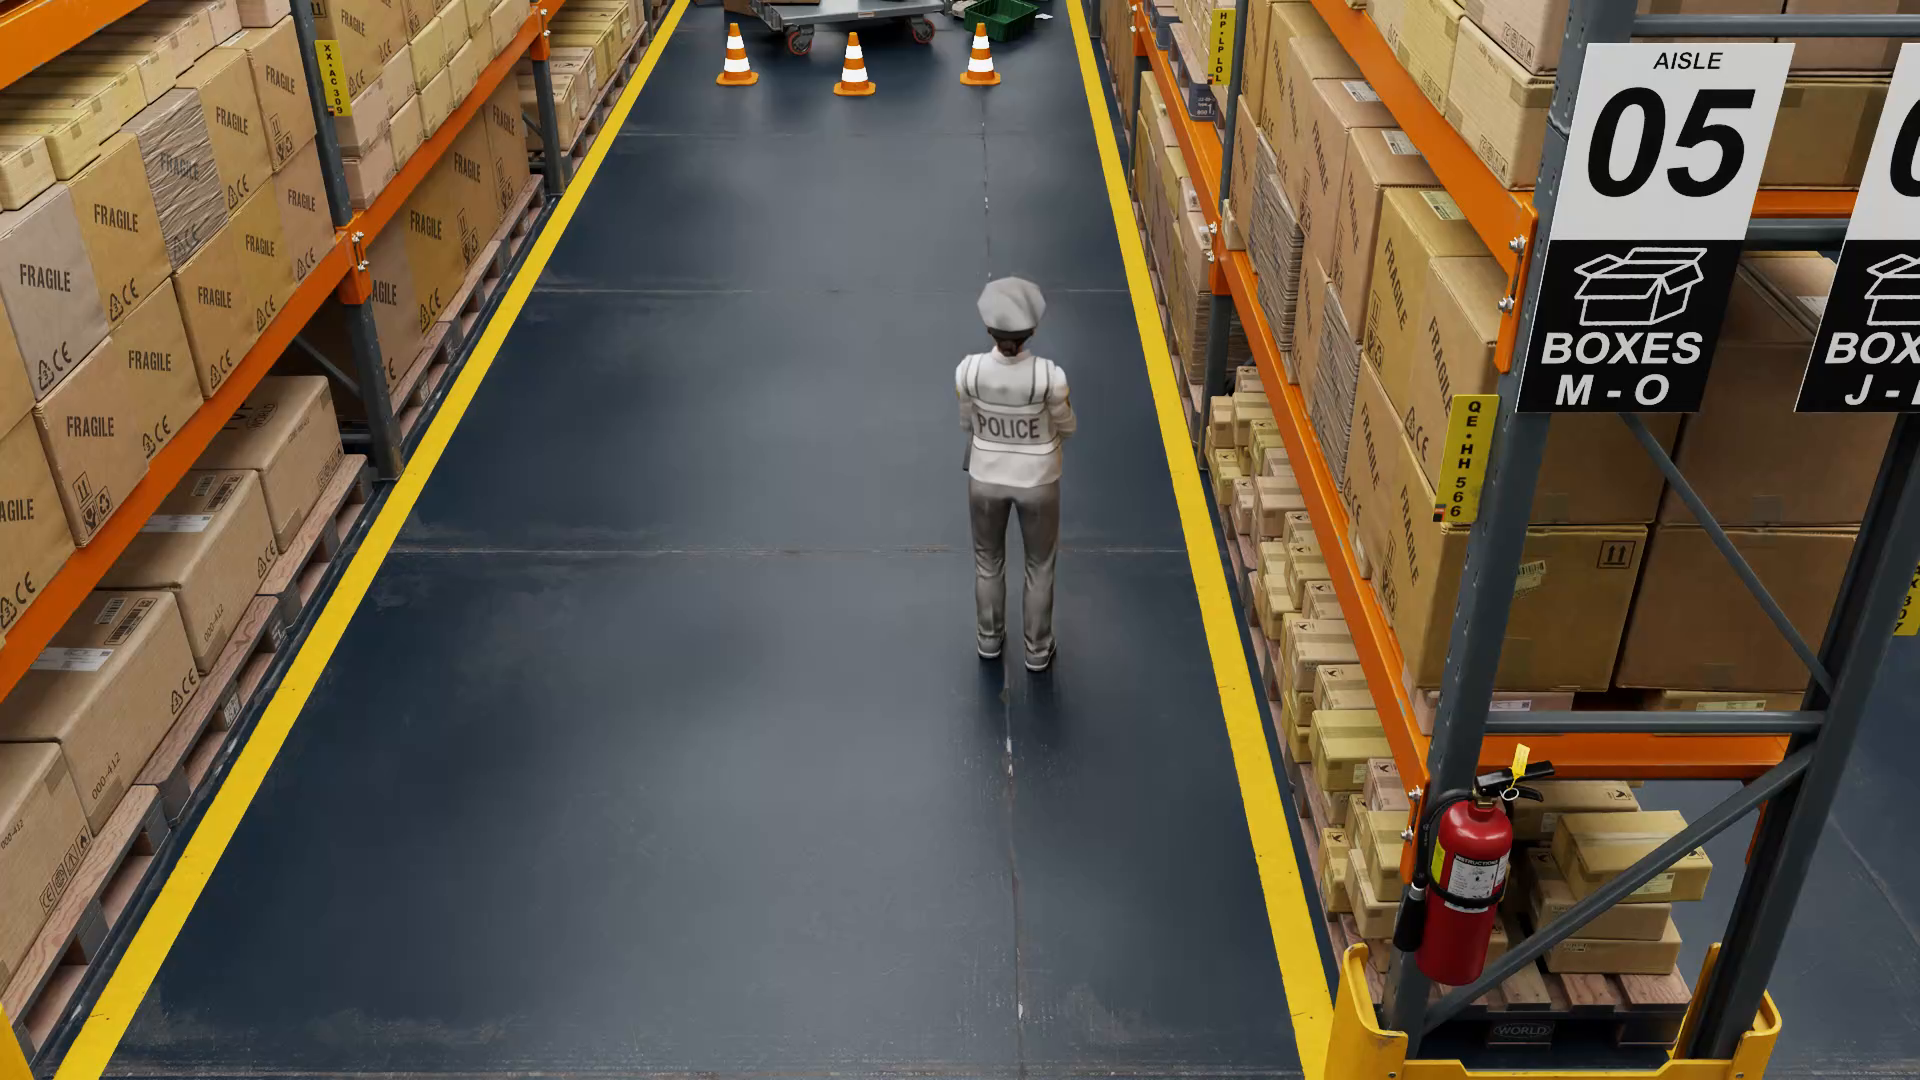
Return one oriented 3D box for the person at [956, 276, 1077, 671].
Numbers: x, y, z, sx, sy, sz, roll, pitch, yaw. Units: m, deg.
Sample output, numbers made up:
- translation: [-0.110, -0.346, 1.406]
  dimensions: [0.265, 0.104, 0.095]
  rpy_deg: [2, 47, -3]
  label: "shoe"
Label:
- translation: [0.225, -0.270, 6.551]
  dimensions: [0.459, 1.688, 0.543]
  rpy_deg: [5, 32, 9]
  label: "person"
